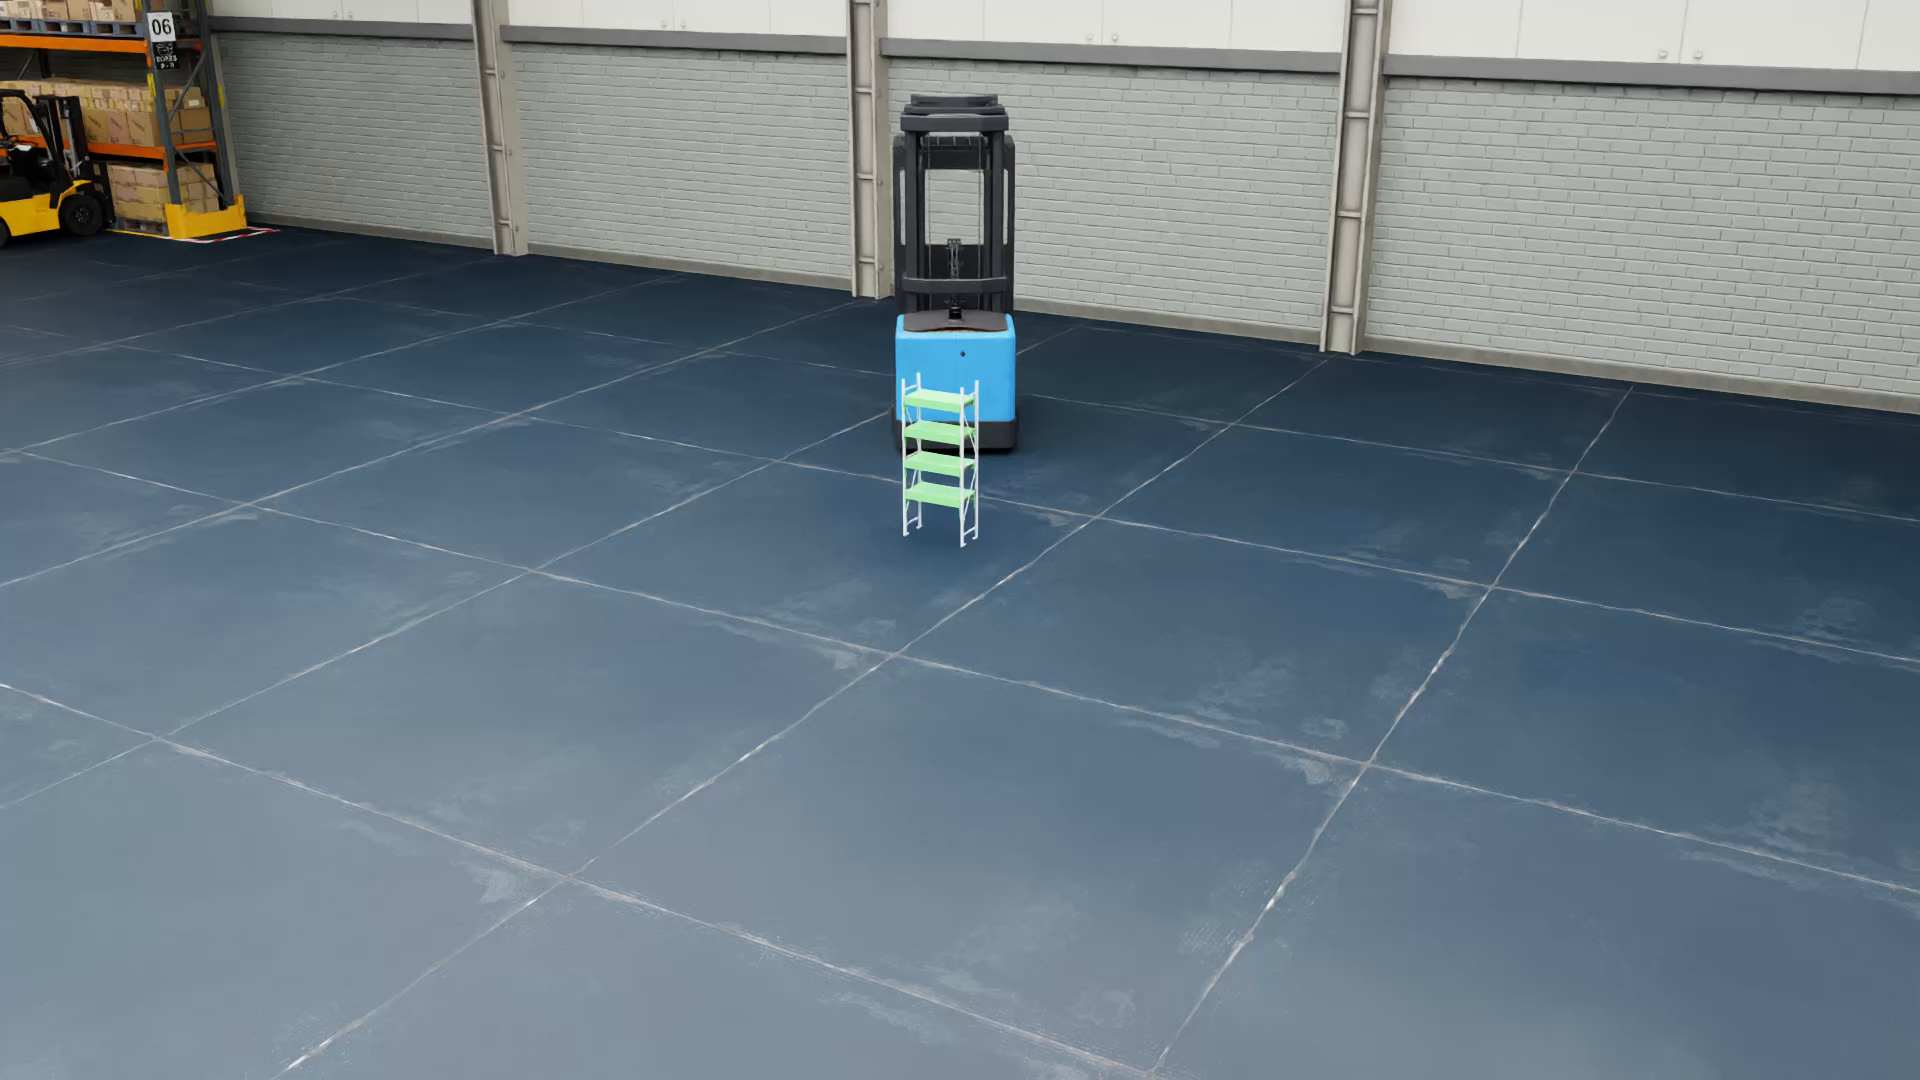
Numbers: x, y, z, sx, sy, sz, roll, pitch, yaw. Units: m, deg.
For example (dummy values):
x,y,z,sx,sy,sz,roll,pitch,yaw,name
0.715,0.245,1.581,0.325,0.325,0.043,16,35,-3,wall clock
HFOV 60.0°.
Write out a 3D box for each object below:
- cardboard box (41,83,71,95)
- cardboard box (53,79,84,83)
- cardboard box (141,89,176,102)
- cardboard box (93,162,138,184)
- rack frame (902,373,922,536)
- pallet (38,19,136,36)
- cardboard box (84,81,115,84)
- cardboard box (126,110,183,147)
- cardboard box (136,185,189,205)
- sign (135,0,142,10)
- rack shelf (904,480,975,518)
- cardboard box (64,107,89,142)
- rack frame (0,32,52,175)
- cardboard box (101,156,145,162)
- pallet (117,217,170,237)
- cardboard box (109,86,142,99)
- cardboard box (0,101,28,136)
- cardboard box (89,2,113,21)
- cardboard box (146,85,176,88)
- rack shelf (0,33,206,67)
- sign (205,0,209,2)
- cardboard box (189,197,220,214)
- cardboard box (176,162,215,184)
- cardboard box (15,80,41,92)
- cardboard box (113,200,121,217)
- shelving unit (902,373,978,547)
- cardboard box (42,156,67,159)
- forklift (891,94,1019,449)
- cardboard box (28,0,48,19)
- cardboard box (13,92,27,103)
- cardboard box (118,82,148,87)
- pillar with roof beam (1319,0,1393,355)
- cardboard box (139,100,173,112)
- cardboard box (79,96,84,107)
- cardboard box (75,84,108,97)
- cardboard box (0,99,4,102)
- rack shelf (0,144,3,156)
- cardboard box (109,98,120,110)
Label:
x,y,z,sx,sy,sz,roll,pitch,yaw,name
-13.854,-6.928,25.532,0.250,0.149,0.380,10,22,26,cardboard box
-14.039,-7.177,26.219,0.250,0.149,0.380,11,22,27,cardboard box
-11.825,-6.566,24.534,0.250,0.149,0.380,11,23,27,cardboard box
-12.858,-5.600,25.355,0.500,0.250,0.500,11,23,28,cardboard box
-0.358,-0.632,12.348,0.015,1.200,0.240,11,23,27,rack frame
-13.083,-7.774,25.128,1.213,0.211,1.003,11,23,27,pallet
-13.373,-7.049,25.864,0.250,0.149,0.380,11,22,27,cardboard box
-11.967,-6.128,24.714,0.500,0.500,0.500,10,22,26,cardboard box
-11.987,-5.205,25.000,0.500,0.250,0.500,10,22,27,cardboard box
-11.686,-7.707,23.633,0.005,0.325,0.100,11,23,27,sign
-0.145,-0.306,12.340,0.480,0.148,0.258,11,23,27,rack shelf
-13.308,-6.383,25.416,0.500,0.500,0.500,11,23,28,cardboard box
-14.902,-6.743,26.555,0.127,3.000,1.000,11,23,27,rack frame
-13.050,-5.844,26.028,0.500,0.250,0.500,10,22,26,cardboard box
-12.098,-4.882,25.513,1.213,0.211,1.003,11,23,27,pallet
-12.478,-6.697,24.894,0.250,0.149,0.380,11,23,28,cardboard box
-14.642,-6.638,26.120,0.500,0.500,0.500,10,22,26,cardboard box
-12.503,-7.758,24.391,0.258,0.266,0.396,11,23,27,cardboard box
-12.048,-6.782,25.129,0.250,0.149,0.380,11,23,28,cardboard box
-13.156,-7.482,25.249,4.000,0.370,1.077,11,23,27,rack shelf
-11.134,-8.100,24.500,0.005,0.325,0.100,11,23,27,sign
-11.743,-5.122,25.504,0.500,0.250,0.500,11,23,28,cardboard box
-11.737,-5.589,25.323,0.500,0.250,0.500,10,22,26,cardboard box
-14.487,-7.082,25.955,0.250,0.149,0.380,11,23,28,cardboard box
-12.836,-5.138,25.547,0.500,0.250,0.500,11,23,28,cardboard box
-0.145,-0.592,12.236,0.503,1.200,0.258,11,23,27,shelving unit
-14.191,-5.856,26.059,0.500,0.250,0.500,11,23,27,cardboard box
-0.059,-2.616,15.278,1.130,2.935,3.031,0,20,-1,forklift
-13.754,-7.997,25.048,0.258,0.266,0.396,10,22,26,cardboard box
-14.525,-6.921,25.948,0.250,0.149,0.380,11,23,29,cardboard box
-12.680,-6.937,25.556,0.250,0.149,0.380,10,22,26,cardboard box
2.037,-5.007,12.972,0.400,9.000,9.100,11,23,27,pillar with roof beam
-11.849,-6.404,24.522,0.250,0.149,0.380,11,23,28,cardboard box
-13.155,-6.678,25.279,0.250,0.149,0.380,11,22,27,cardboard box
-13.167,-6.820,25.232,0.250,0.149,0.380,11,23,28,cardboard box
-15.455,-6.913,26.510,0.500,0.250,0.500,10,22,26,cardboard box
-16.648,-6.737,27.594,4.000,0.370,1.077,11,23,27,rack shelf
-12.494,-6.543,24.907,0.250,0.149,0.380,11,22,27,cardboard box
